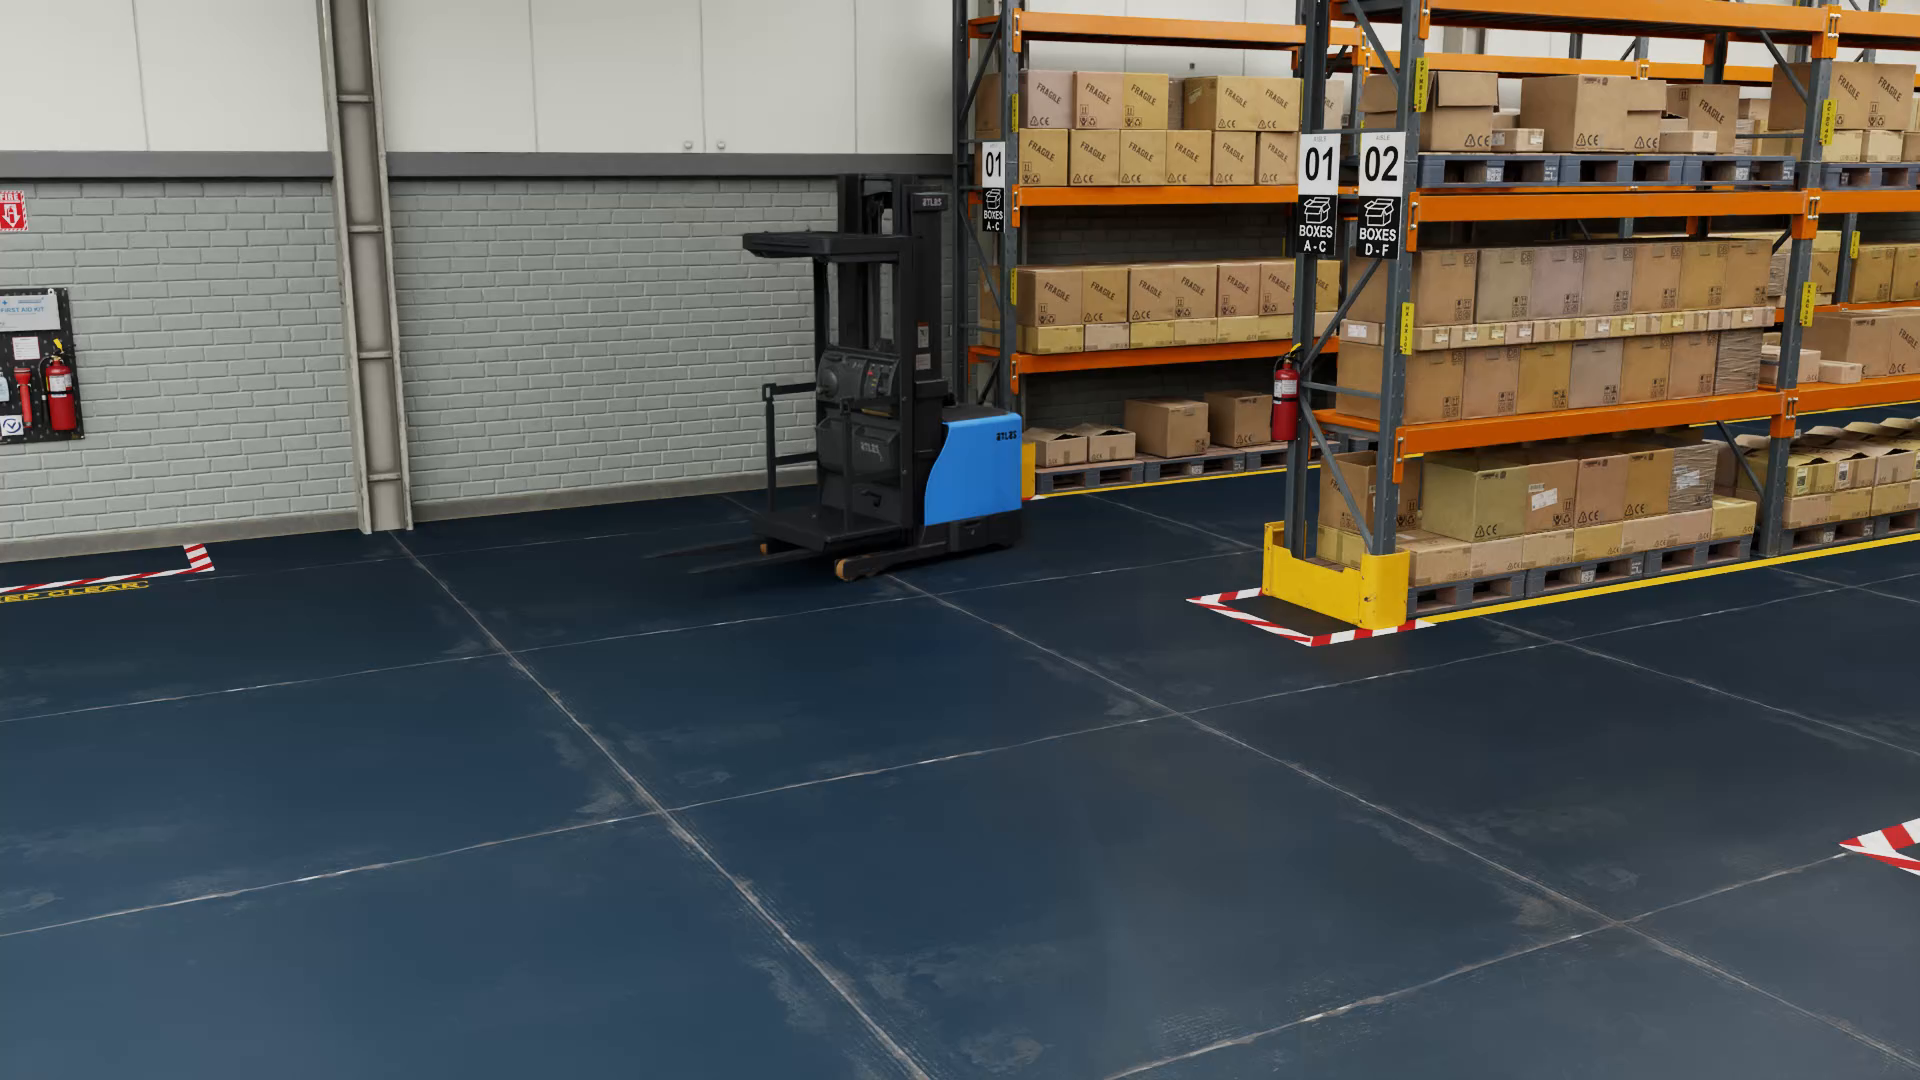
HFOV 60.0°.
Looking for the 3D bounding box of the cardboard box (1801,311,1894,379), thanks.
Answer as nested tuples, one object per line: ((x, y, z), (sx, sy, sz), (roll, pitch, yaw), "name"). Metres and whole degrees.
((7.251, -1.601, 13.661), (0.500, 0.500, 0.500), (-6, 14, -24), "cardboard box")

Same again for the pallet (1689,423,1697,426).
((7.969, -1.502, 19.801), (1.213, 0.211, 1.003), (-7, 14, -28), "pallet")

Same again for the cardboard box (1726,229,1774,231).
((9.767, -3.730, 20.691), (0.500, 0.250, 0.500), (-7, 14, -27), "cardboard box")

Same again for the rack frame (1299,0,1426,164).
((2.596, -3.925, 10.553), (0.127, 3.000, 1.000), (-7, 14, -28), "rack frame")

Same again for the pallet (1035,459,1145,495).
((1.016, -0.678, 16.143), (1.213, 0.211, 1.003), (-7, 14, -28), "pallet")

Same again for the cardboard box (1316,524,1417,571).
((2.925, 0.025, 11.971), (0.500, 0.250, 0.500), (-7, 14, -28), "cardboard box")

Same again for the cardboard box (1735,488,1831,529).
((6.580, -0.277, 13.313), (0.500, 0.250, 0.500), (-7, 15, -29), "cardboard box")

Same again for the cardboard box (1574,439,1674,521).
((4.923, -0.453, 12.390), (0.500, 0.500, 0.500), (-7, 14, -28), "cardboard box")

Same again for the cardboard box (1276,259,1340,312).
((3.463, -2.566, 16.767), (0.500, 0.500, 0.500), (-7, 14, -28), "cardboard box")

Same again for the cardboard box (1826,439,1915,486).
((7.485, -0.658, 13.728), (0.500, 0.311, 0.500), (-7, 15, -30), "cardboard box")

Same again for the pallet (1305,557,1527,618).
((3.247, 0.274, 11.911), (1.213, 0.211, 1.003), (-7, 14, -28), "pallet")

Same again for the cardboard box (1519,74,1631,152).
((4.185, -2.905, 11.352), (0.500, 0.500, 0.500), (-7, 14, -28), "cardboard box")

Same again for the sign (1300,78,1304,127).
((2.348, -2.961, 11.265), (0.005, 0.325, 0.100), (-7, 14, -28), "sign")

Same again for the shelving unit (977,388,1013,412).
((0.286, -0.642, 13.729), (0.189, 1.200, 0.258), (-11, 17, -39), "shelving unit")

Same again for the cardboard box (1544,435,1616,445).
((4.672, -0.554, 12.838), (0.500, 0.500, 0.500), (-7, 14, -28), "cardboard box")

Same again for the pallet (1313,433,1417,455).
((4.413, -1.095, 17.993), (1.213, 0.211, 1.003), (-7, 14, -28), "pallet")

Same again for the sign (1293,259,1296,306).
((2.348, -1.784, 11.529), (0.005, 0.325, 0.100), (-7, 14, -28), "sign")

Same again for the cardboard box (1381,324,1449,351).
((3.043, -1.363, 11.128), (0.250, 0.149, 0.380), (-7, 14, -28), "cardboard box")

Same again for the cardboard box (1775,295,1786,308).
((9.928, -2.923, 20.291), (0.250, 0.149, 0.380), (-7, 14, -28), "cardboard box")

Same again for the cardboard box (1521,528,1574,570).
((4.049, 0.019, 11.998), (0.500, 0.250, 0.500), (-7, 14, -28), "cardboard box")

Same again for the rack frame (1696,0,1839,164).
((6.107, -4.345, 12.422), (0.127, 3.000, 1.000), (-7, 14, -28), "rack frame")

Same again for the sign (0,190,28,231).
((-7.090, -2.458, 12.419), (0.199, 0.298, 0.001), (-7, 14, -28), "sign")

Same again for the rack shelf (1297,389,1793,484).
((4.351, -0.857, 12.225), (4.000, 0.370, 1.077), (-7, 14, -28), "rack shelf")

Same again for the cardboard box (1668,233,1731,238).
((8.671, -3.471, 19.543), (0.500, 0.250, 0.500), (-7, 14, -27), "cardboard box")

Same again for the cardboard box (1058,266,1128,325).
((1.221, -2.297, 15.572), (0.500, 0.500, 0.500), (-7, 14, -28), "cardboard box")

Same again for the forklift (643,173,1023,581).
((-0.940, -1.256, 12.517), (3.031, 2.935, 1.130), (-11, 17, -39), "forklift")

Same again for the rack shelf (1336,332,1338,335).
((5.485, -2.232, 18.335), (4.000, 0.370, 1.077), (-7, 14, -28), "rack shelf")

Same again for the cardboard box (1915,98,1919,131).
((11.960, -5.300, 20.947), (0.500, 0.500, 0.500), (-7, 15, -29), "cardboard box")

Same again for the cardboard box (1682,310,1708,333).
((5.294, -1.633, 12.326), (0.250, 0.149, 0.380), (-7, 14, -28), "cardboard box")

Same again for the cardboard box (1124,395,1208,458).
((2.038, -1.130, 16.491), (0.500, 0.500, 0.700), (-8, 15, -31), "cardboard box")

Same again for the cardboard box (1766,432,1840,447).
((7.218, -0.762, 14.190), (0.500, 0.311, 0.500), (-7, 14, -28), "cardboard box")

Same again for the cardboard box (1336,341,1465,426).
((3.012, -1.093, 11.408), (0.500, 0.500, 0.700), (-7, 14, -28), "cardboard box")

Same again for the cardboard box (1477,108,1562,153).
((3.968, -2.921, 11.854), (0.500, 0.311, 0.500), (-5, 14, -21), "cardboard box")

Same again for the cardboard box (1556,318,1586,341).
((4.173, -1.499, 11.732), (0.250, 0.149, 0.380), (-7, 14, -29), "cardboard box")

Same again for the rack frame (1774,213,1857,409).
((10.752, -3.215, 21.061), (0.127, 3.000, 1.000), (-7, 14, -28), "rack frame")

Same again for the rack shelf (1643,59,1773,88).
((8.996, -5.385, 19.590), (4.000, 0.370, 1.077), (-7, 14, -28), "rack shelf")

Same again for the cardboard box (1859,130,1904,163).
((7.133, -3.135, 13.261), (0.500, 0.250, 0.500), (-8, 15, -33), "cardboard box")

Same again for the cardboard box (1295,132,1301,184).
((3.403, -3.794, 16.530), (0.500, 0.500, 0.500), (-6, 14, -26), "cardboard box")

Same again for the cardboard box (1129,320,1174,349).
((1.698, -1.989, 15.910), (0.500, 0.250, 0.500), (-7, 15, -29), "cardboard box")

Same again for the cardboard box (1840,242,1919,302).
((11.879, -3.491, 21.604), (0.700, 0.700, 0.980), (-7, 15, -29), "cardboard box")

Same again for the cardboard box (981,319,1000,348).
((0.536, -1.975, 15.850), (0.500, 0.250, 0.500), (-7, 14, -27), "cardboard box")

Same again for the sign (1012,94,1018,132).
((0.479, -3.737, 14.562), (0.005, 0.325, 0.100), (-7, 14, -28), "sign")

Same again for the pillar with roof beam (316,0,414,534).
((-2.785, -3.658, 9.370), (0.400, 9.000, 9.100), (-7, 14, -28), "pillar with roof beam")

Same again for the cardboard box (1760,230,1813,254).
((10.011, -3.634, 20.265), (0.500, 0.250, 0.500), (-6, 14, -27), "cardboard box")

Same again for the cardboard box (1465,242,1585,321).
((3.959, -1.841, 11.777), (0.500, 0.500, 0.700), (-7, 14, -28), "cardboard box")

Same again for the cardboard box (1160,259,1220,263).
((2.321, -2.561, 16.746), (0.500, 0.500, 0.500), (-6, 14, -26), "cardboard box")

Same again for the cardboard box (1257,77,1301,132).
((2.942, -4.218, 16.136), (0.500, 0.500, 0.500), (-6, 14, -25), "cardboard box")

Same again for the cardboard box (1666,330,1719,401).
((5.261, -1.363, 12.605), (0.500, 0.500, 0.700), (-7, 14, -28), "cardboard box")

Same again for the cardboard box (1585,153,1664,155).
((7.631, -4.582, 19.074), (0.500, 0.500, 0.700), (-8, 15, -32), "cardboard box")

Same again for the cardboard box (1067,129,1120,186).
((1.121, -3.511, 15.272), (0.500, 0.500, 0.500), (-6, 14, -24), "cardboard box")

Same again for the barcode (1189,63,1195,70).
((2.304, -4.700, 16.502), (0.075, 0.075, 0.001), (-7, 14, -28), "barcode")
